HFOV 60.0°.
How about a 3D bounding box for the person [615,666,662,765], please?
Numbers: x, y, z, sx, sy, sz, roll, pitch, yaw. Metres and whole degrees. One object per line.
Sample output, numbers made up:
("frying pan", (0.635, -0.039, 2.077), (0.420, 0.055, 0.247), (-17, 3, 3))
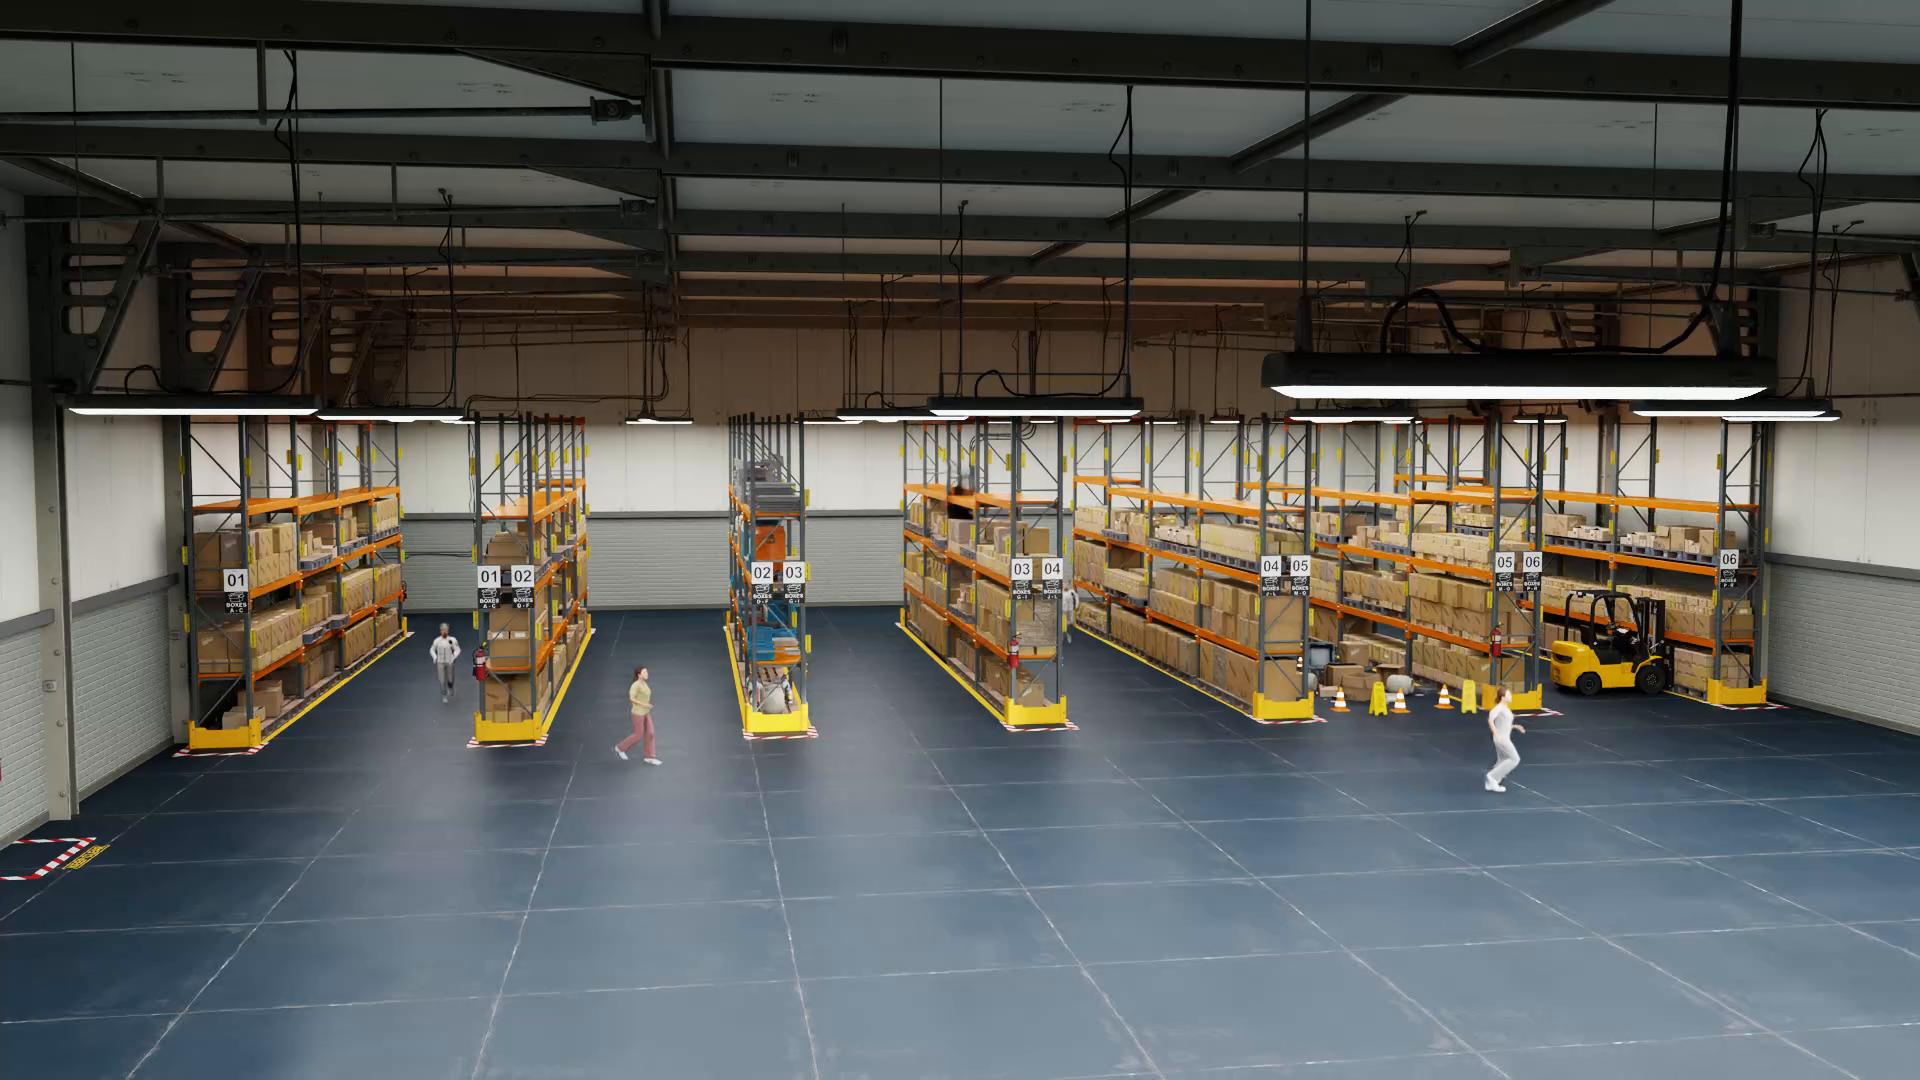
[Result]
("person", (-5.457, 2.972, 28.281), (0.796, 1.679, 0.601), (1, 4, 13))

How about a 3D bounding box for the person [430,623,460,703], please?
("person", (-10.705, 2.549, 34.571), (0.614, 1.641, 0.560), (-1, 4, -15))

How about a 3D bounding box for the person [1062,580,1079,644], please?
("person", (2.852, 1.886, 44.011), (0.622, 1.705, 0.852), (0, 4, -4))

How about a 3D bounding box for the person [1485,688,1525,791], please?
("person", (8.543, 3.126, 26.061), (0.569, 1.637, 0.573), (2, 4, 24))
